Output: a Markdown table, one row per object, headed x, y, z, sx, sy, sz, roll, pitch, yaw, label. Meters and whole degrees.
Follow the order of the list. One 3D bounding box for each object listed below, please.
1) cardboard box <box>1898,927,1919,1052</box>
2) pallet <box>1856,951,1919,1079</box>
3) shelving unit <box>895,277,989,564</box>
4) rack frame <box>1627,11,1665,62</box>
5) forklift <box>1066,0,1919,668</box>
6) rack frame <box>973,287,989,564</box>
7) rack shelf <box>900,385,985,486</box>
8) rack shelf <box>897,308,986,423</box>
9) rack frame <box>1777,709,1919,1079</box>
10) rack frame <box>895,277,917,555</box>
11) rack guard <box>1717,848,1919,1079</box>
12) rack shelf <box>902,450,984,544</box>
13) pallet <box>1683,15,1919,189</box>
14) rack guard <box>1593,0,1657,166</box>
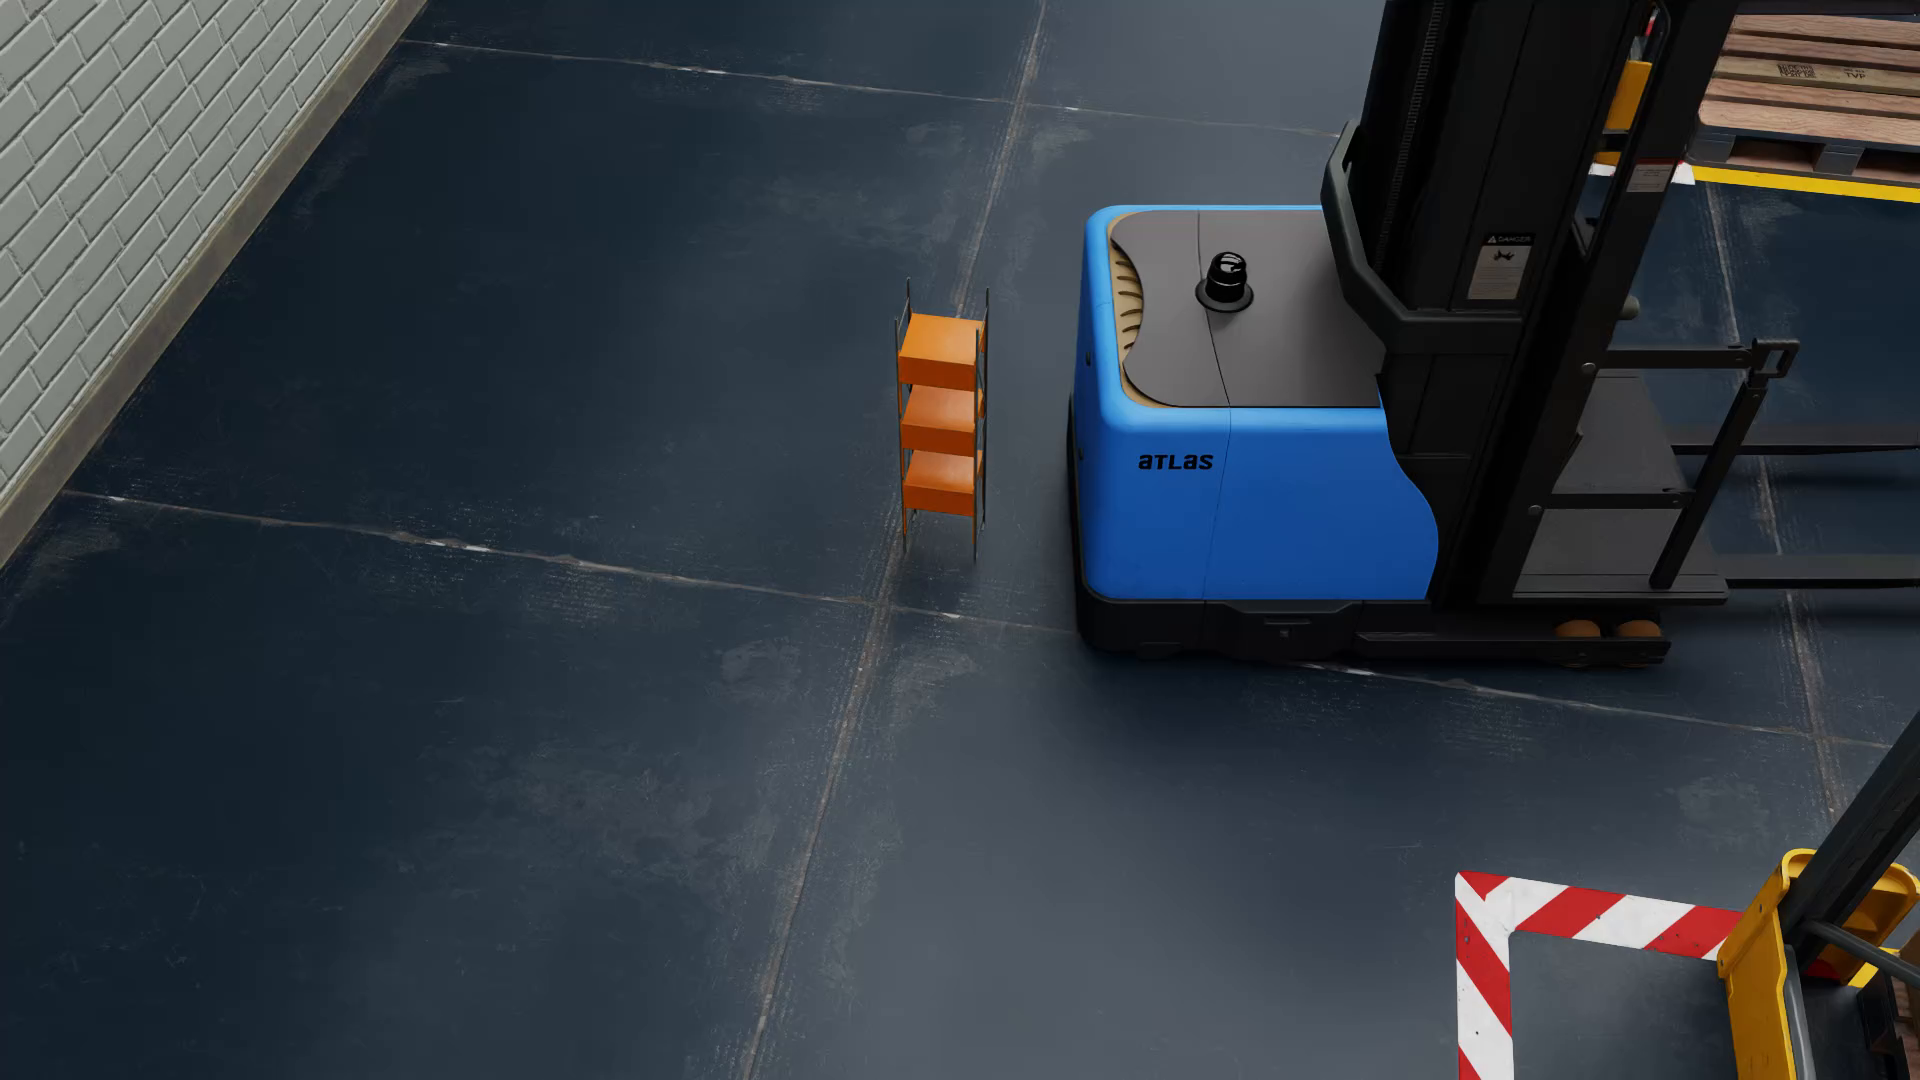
| x | y | z | sx | sy | sz | roll | pitch | yaw | label |
| --- | --- | --- | --- | --- | --- | --- | --- | --- | --- |
| 2.715 | 1.152 | 4.083 | 0.500 | 0.500 | 0.500 | 8 | 49 | 7 | cardboard box |
| 2.996 | 1.619 | 4.154 | 1.213 | 0.211 | 1.003 | 8 | 49 | 7 | pallet |
| -0.053 | -0.358 | 5.366 | 0.252 | 1.050 | 0.215 | 8 | 49 | 7 | shelving unit |
| 3.021 | -3.053 | 6.477 | 0.127 | 3.000 | 1.000 | 8 | 49 | 7 | rack frame |
| 1.897 | -0.966 | 4.648 | 3.031 | 2.935 | 1.130 | 0 | 48 | 0 | forklift |
| 0.067 | -0.342 | 5.351 | 0.008 | 1.050 | 0.200 | 8 | 49 | 7 | rack frame |
| -0.053 | -0.351 | 5.374 | 0.240 | 0.259 | 0.215 | 8 | 49 | 7 | rack shelf |
| -0.053 | -0.541 | 5.163 | 0.240 | 0.259 | 0.215 | 8 | 49 | 7 | rack shelf |
| 2.136 | 0.572 | 3.219 | 0.127 | 3.000 | 1.000 | 8 | 49 | 7 | rack frame |
| -0.173 | -0.374 | 5.380 | 0.008 | 1.050 | 0.200 | 8 | 49 | 7 | rack frame |
| 2.211 | 1.418 | 4.140 | 0.348 | 0.500 | 1.175 | 8 | 49 | 7 | rack guard |
| -0.053 | -0.165 | 5.580 | 0.240 | 0.259 | 0.215 | 8 | 49 | 7 | rack shelf |
| 3.825 | -1.984 | 7.390 | 1.213 | 0.211 | 1.003 | 8 | 49 | 7 | pallet |
| 2.995 | -2.211 | 7.401 | 0.348 | 0.500 | 1.175 | 8 | 49 | 7 | rack guard |
